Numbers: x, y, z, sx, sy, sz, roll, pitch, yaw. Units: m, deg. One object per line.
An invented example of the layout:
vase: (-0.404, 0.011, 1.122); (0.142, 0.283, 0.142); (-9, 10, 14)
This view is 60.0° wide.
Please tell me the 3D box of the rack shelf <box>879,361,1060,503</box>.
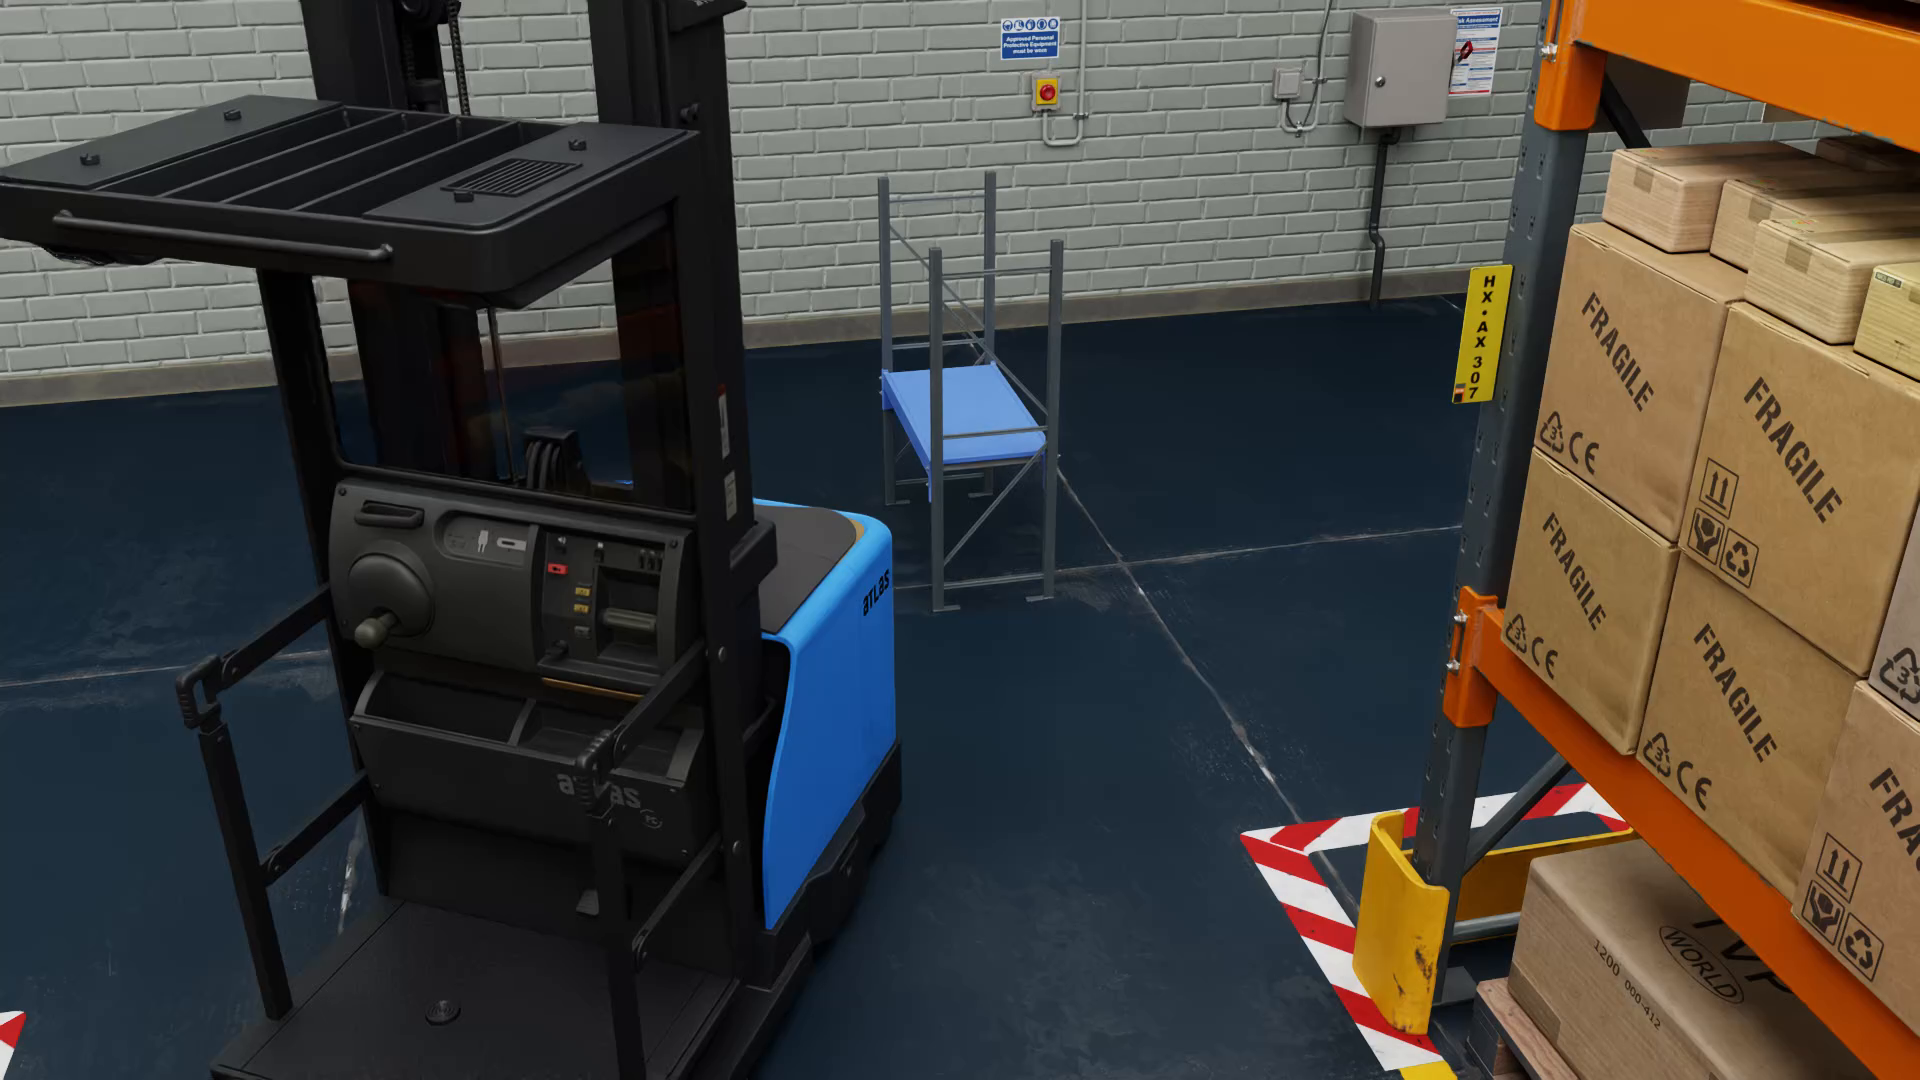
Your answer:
rack shelf: (0.019, -0.472, 6.919); (0.538, 0.185, 1.000); (-6, 27, -12)

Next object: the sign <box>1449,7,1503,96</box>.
sign: (2.955, -2.820, 9.614); (0.329, 0.494, 0.001); (-6, 27, -12)

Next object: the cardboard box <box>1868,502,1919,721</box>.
cardboard box: (1.812, 0.101, 2.501); (0.500, 0.500, 0.500); (-6, 27, -12)

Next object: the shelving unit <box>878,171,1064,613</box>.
shelving unit: (0.019, -0.632, 6.838); (0.538, 1.500, 1.048); (-6, 27, -12)

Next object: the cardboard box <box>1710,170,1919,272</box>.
cardboard box: (1.673, -0.588, 3.146); (0.380, 0.149, 0.250); (-5, 27, -10)

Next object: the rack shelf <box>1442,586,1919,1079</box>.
rack shelf: (2.185, 1.100, 2.540); (1.077, 0.370, 4.000); (-6, 27, -12)

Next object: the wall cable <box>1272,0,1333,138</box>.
wall cable: (1.820, -3.175, 9.084); (0.588, 1.984, 0.122); (-6, 27, -12)

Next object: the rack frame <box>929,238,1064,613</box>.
rack frame: (0.134, -0.409, 6.396); (0.500, 1.500, 0.032); (-6, 27, -12)

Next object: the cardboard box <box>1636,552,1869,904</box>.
cardboard box: (1.704, 0.315, 3.186); (0.500, 0.500, 0.500); (-6, 27, -12)

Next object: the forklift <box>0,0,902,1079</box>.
forklift: (-1.136, 0.142, 3.716); (1.130, 2.935, 3.031); (8, 28, 16)

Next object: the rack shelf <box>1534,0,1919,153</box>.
rack shelf: (2.185, -0.239, 1.864); (1.077, 0.370, 4.000); (-6, 27, -12)

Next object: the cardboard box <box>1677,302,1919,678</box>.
cardboard box: (1.688, -0.125, 2.947); (0.500, 0.500, 0.500); (-7, 28, -13)

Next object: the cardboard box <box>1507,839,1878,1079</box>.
cardboard box: (1.980, 1.137, 4.047); (0.875, 0.438, 0.875); (-7, 28, -13)

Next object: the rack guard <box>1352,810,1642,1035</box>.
rack guard: (1.729, 1.006, 4.702); (1.175, 0.500, 0.348); (-6, 27, -12)

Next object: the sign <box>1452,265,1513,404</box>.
sign: (1.192, -0.467, 3.798); (0.100, 0.325, 0.005); (-6, 27, -12)

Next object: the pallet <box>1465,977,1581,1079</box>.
pallet: (1.991, 1.489, 4.066); (1.003, 0.211, 1.213); (-6, 27, -12)

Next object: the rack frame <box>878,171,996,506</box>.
rack frame: (-0.095, -0.855, 7.280); (0.500, 1.500, 0.032); (-6, 27, -12)

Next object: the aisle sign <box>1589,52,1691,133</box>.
aisle sign: (1.435, -1.262, 3.536); (0.394, 0.787, 0.004); (-6, 27, -12)

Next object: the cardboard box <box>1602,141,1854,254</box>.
cardboard box: (1.544, -0.696, 3.359); (0.380, 0.149, 0.250); (-5, 27, -11)

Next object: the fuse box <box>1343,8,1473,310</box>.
fuse box: (2.520, -2.146, 9.603); (0.539, 1.711, 0.414); (-6, 27, -12)

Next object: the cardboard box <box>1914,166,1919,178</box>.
cardboard box: (2.091, -0.634, 3.236); (0.380, 0.149, 0.250); (-5, 27, -11)

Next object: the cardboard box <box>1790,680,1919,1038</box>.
cardboard box: (1.801, 0.540, 2.740); (0.500, 0.500, 0.500); (-6, 27, -12)

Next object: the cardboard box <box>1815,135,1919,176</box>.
cardboard box: (2.010, -0.743, 3.452); (0.380, 0.149, 0.250); (-6, 27, -11)

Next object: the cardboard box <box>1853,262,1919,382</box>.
cardboard box: (1.697, -0.349, 2.671); (0.380, 0.149, 0.250); (-7, 28, -13)

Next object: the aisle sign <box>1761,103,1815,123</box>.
aisle sign: (2.020, -1.323, 3.657); (0.394, 0.787, 0.004); (-6, 27, -12)

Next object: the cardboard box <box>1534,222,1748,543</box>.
cardboard box: (1.565, -0.351, 3.395); (0.500, 0.500, 0.500); (-7, 28, -13)

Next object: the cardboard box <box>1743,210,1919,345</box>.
cardboard box: (1.620, -0.462, 2.897); (0.380, 0.149, 0.250); (-5, 27, -10)

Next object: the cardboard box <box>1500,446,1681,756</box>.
cardboard box: (1.563, 0.096, 3.620); (0.500, 0.500, 0.500); (-6, 27, -12)

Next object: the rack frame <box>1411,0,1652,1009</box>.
rack frame: (1.734, -0.099, 4.118); (1.000, 3.000, 0.127); (-6, 27, -12)

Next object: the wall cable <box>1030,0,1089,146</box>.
wall cable: (0.441, -3.040, 8.781); (0.585, 1.953, 0.123); (-6, 27, -12)

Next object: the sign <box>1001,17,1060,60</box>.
sign: (0.380, -2.715, 9.000); (0.327, 0.218, 0.001); (-6, 27, -12)
